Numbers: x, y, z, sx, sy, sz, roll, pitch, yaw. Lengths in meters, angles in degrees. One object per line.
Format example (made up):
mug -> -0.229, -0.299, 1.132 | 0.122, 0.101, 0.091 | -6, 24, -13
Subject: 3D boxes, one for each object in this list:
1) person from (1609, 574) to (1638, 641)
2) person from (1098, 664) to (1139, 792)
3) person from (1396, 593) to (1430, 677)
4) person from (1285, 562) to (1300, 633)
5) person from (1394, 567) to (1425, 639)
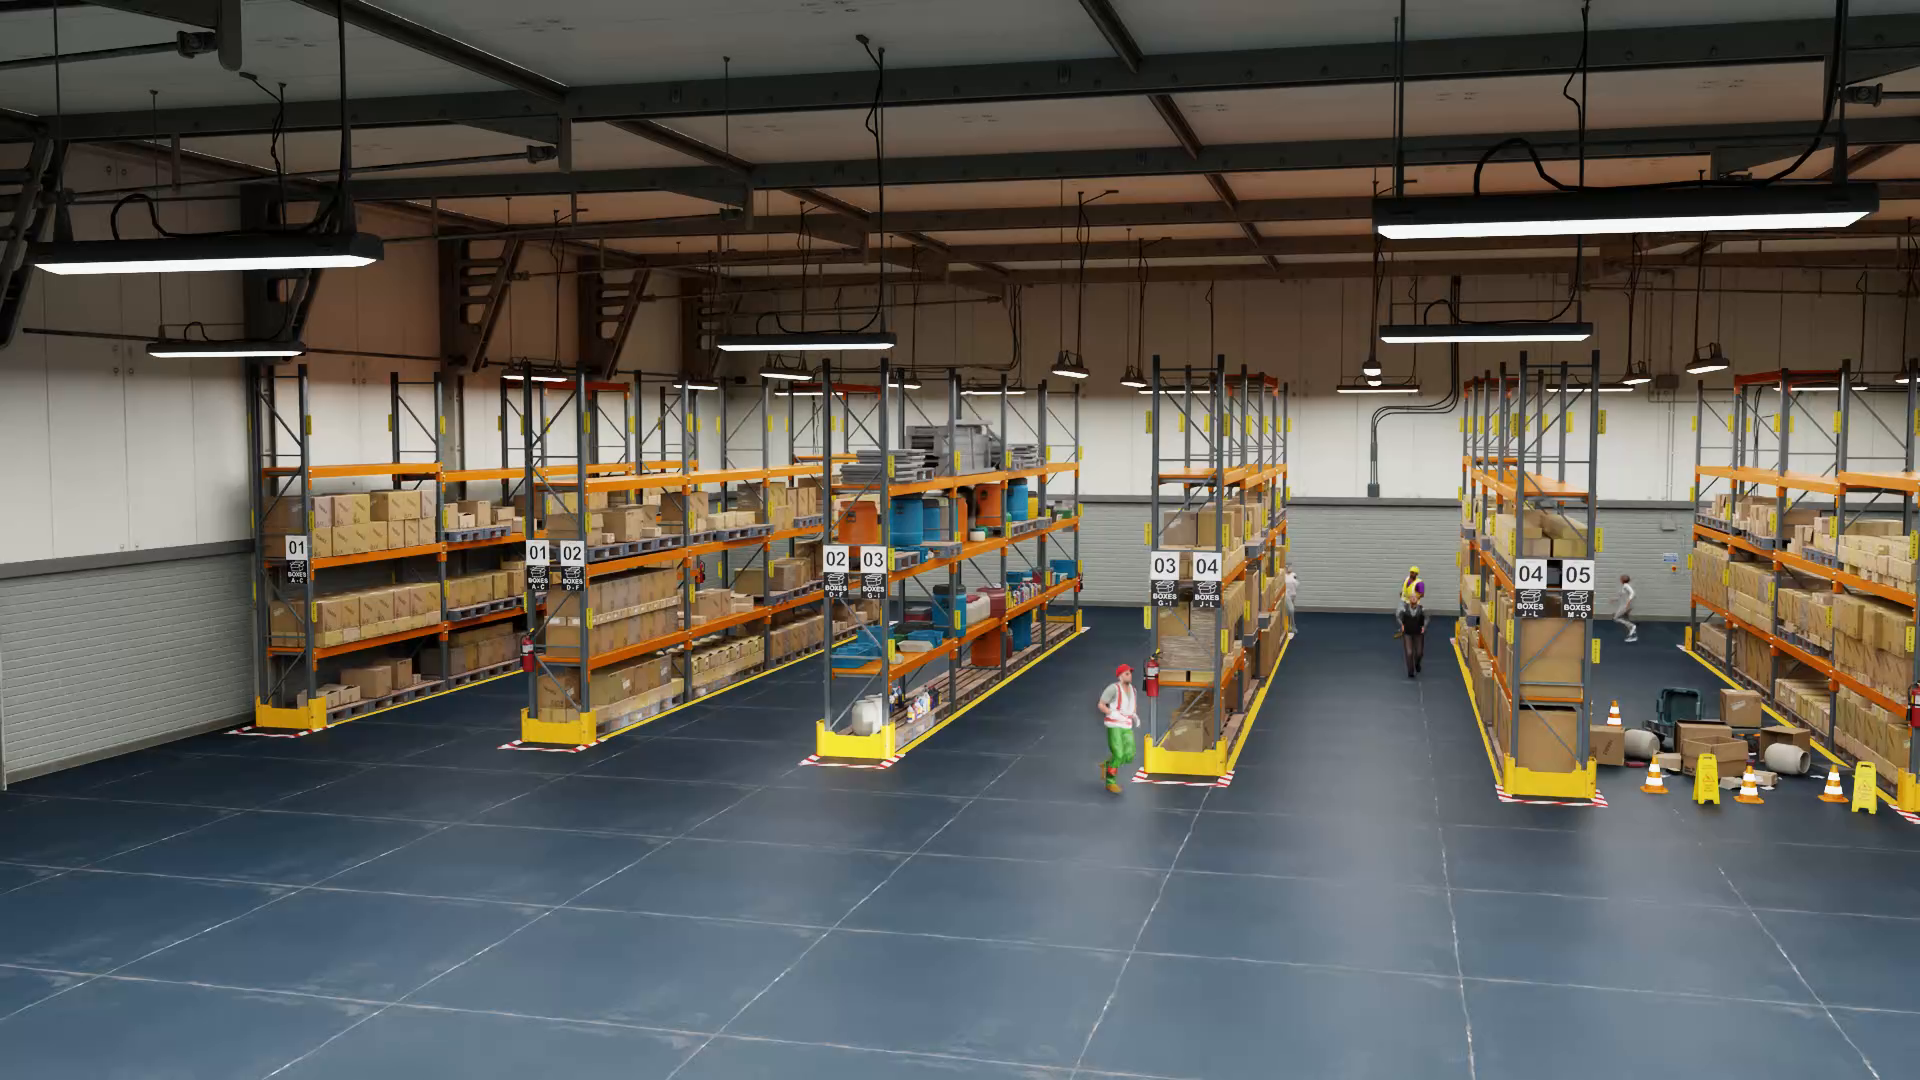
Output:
person -> 15.390, 1.573, 38.549 | 0.639, 1.559, 0.572 | 2, 4, 23
person -> 2.207, 2.568, 22.888 | 0.686, 1.728, 0.646 | -3, 5, -34
person -> 9.009, 1.885, 33.072 | 0.656, 1.673, 0.606 | 1, 4, 14
person -> 7.956, 1.387, 40.370 | 0.612, 1.753, 0.726 | -2, 5, -31
person -> 10.522, 1.466, 38.857 | 0.755, 1.729, 0.679 | 3, 5, 35
